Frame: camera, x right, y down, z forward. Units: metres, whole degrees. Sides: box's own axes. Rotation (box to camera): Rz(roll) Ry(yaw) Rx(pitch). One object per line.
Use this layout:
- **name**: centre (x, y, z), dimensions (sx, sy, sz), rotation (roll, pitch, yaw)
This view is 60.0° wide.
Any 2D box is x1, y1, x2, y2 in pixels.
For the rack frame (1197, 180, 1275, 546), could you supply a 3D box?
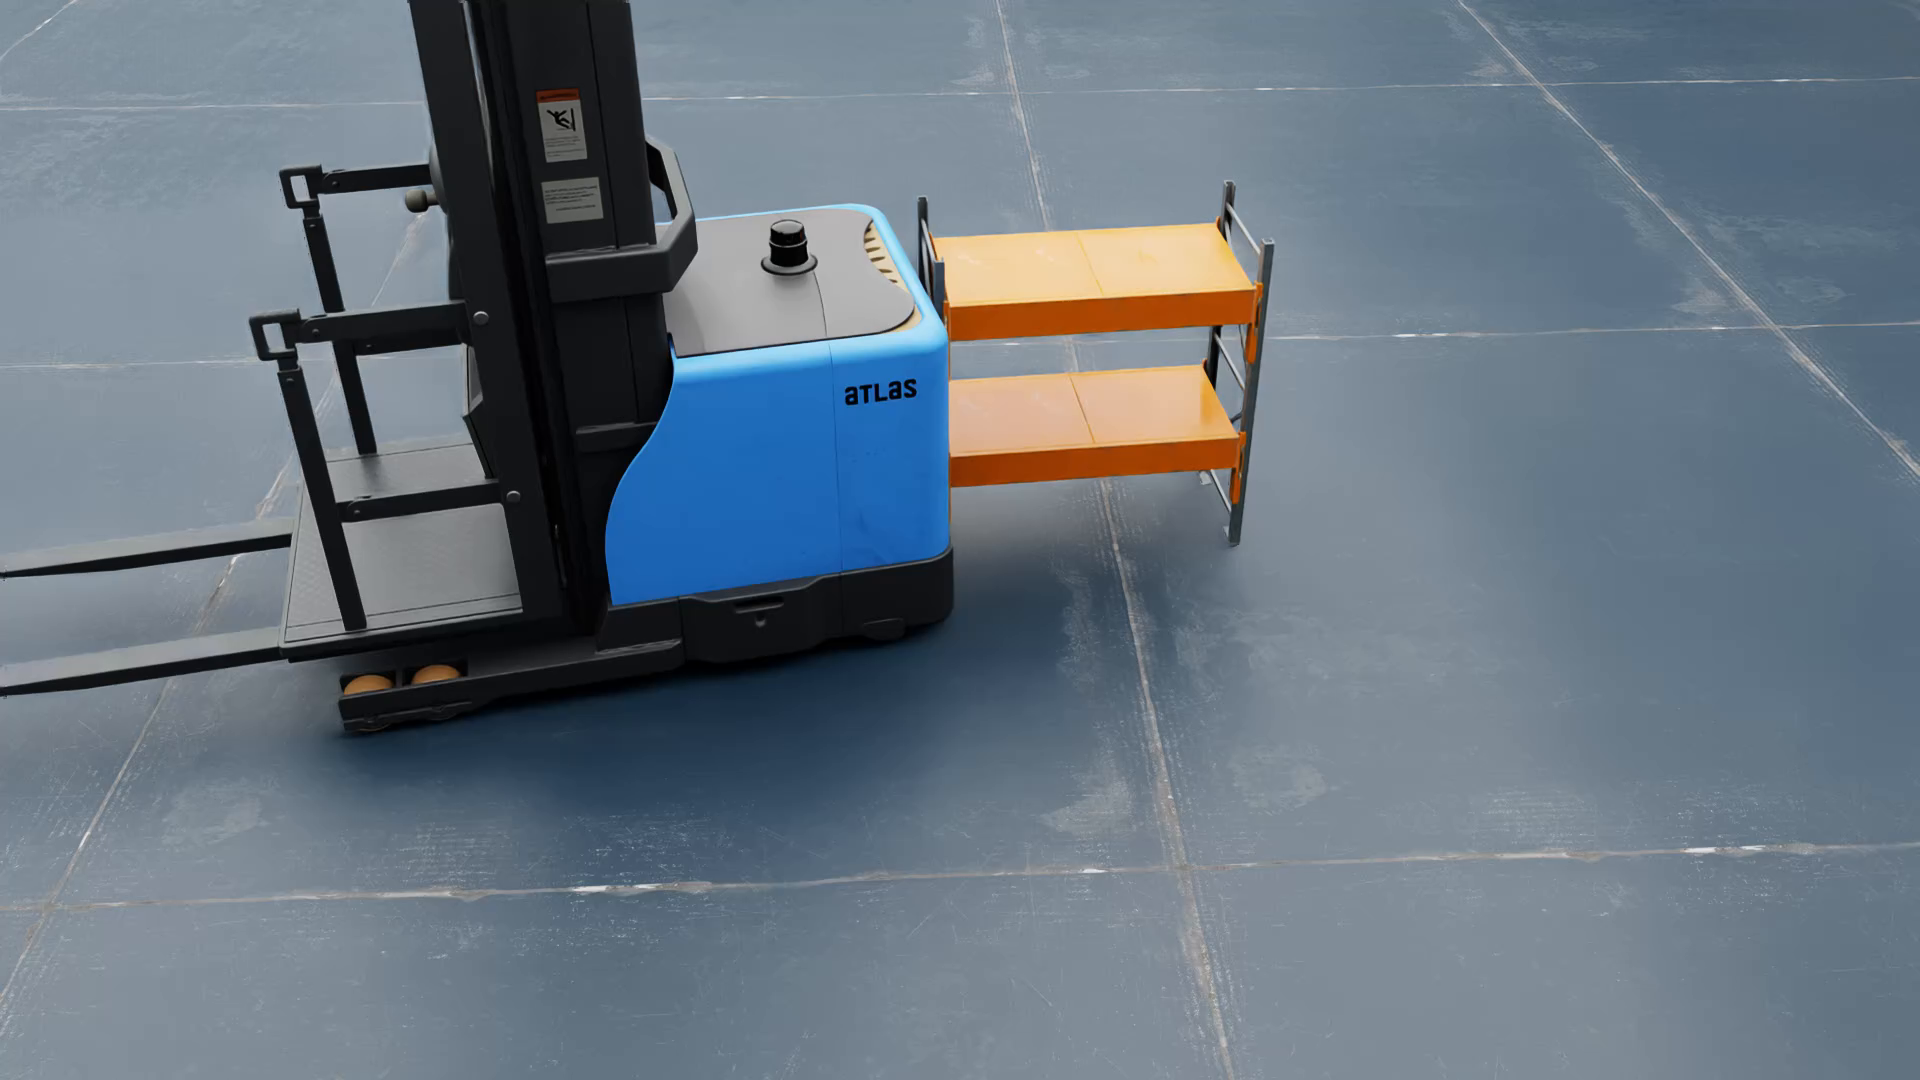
- **rack frame**: centre (0.916, -0.584, 5.606), dimensions (0.032, 1.125, 0.500), rotation (-4, 35, -6)

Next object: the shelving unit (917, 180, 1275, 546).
- **shelving unit**: centre (0.412, -0.547, 5.553), dimensions (1.048, 1.125, 0.538), rotation (-4, 35, -6)

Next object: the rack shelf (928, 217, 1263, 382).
- **rack shelf**: centre (0.412, -0.788, 5.386), dimensions (1.000, 0.278, 0.538), rotation (-4, 35, -6)

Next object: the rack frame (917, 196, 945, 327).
- **rack frame**: centre (-0.092, -0.511, 5.500), dimensions (0.032, 1.125, 0.500), rotation (-4, 35, -6)

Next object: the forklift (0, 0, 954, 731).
- **forklift**: centre (-1.595, -0.971, 4.578), dimensions (3.031, 2.935, 1.130), rotation (-8, 36, -12)

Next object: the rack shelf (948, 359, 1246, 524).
- **rack shelf**: centre (0.412, -0.346, 5.692), dimensions (1.000, 0.278, 0.538), rotation (-4, 35, -6)
